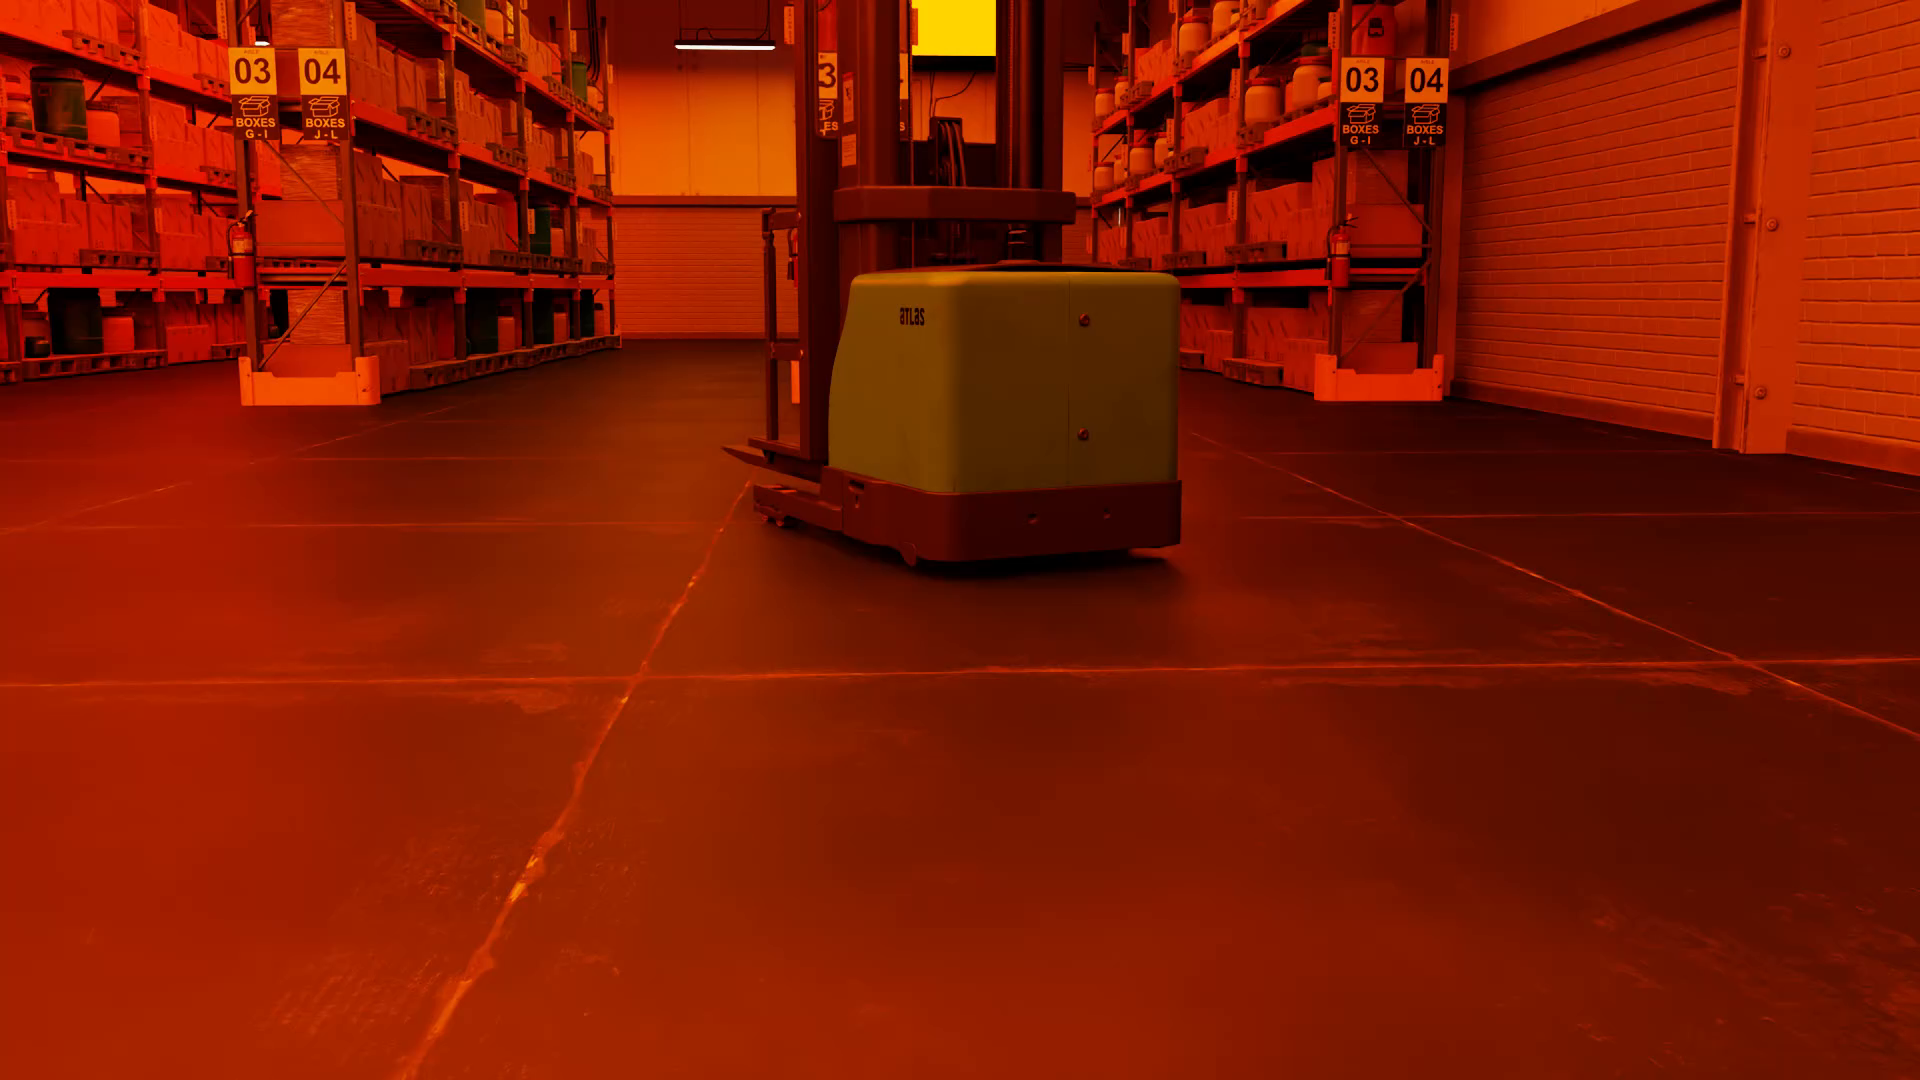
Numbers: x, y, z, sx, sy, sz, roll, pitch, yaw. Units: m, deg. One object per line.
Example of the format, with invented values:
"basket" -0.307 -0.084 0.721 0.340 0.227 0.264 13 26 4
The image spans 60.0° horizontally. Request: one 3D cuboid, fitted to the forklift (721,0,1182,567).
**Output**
"forklift" -0.264 -1.530 7.137 1.130 2.935 3.031 -4 9 -25
